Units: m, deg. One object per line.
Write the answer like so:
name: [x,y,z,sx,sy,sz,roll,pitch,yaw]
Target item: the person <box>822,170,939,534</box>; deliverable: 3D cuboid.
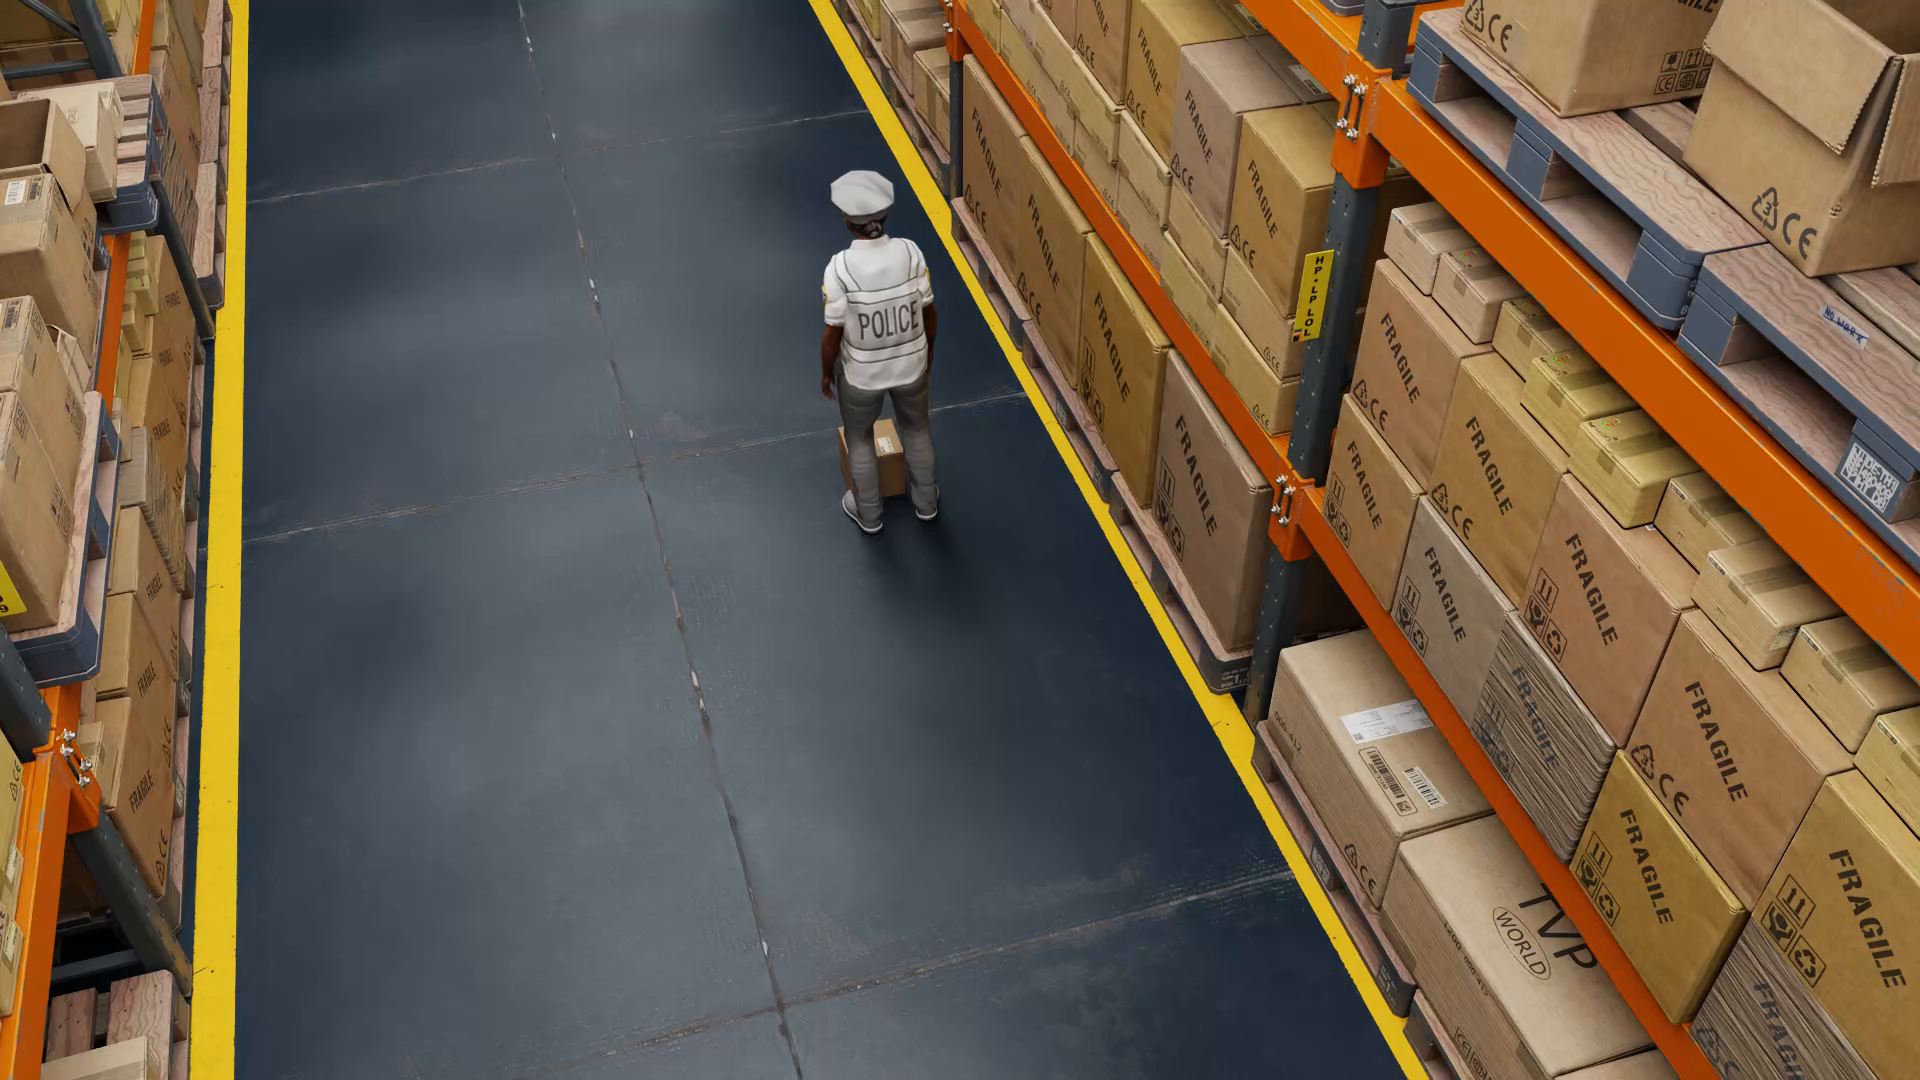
person: [-0.323,-0.735,6.963,0.523,1.660,0.397,-13,44,-14]
